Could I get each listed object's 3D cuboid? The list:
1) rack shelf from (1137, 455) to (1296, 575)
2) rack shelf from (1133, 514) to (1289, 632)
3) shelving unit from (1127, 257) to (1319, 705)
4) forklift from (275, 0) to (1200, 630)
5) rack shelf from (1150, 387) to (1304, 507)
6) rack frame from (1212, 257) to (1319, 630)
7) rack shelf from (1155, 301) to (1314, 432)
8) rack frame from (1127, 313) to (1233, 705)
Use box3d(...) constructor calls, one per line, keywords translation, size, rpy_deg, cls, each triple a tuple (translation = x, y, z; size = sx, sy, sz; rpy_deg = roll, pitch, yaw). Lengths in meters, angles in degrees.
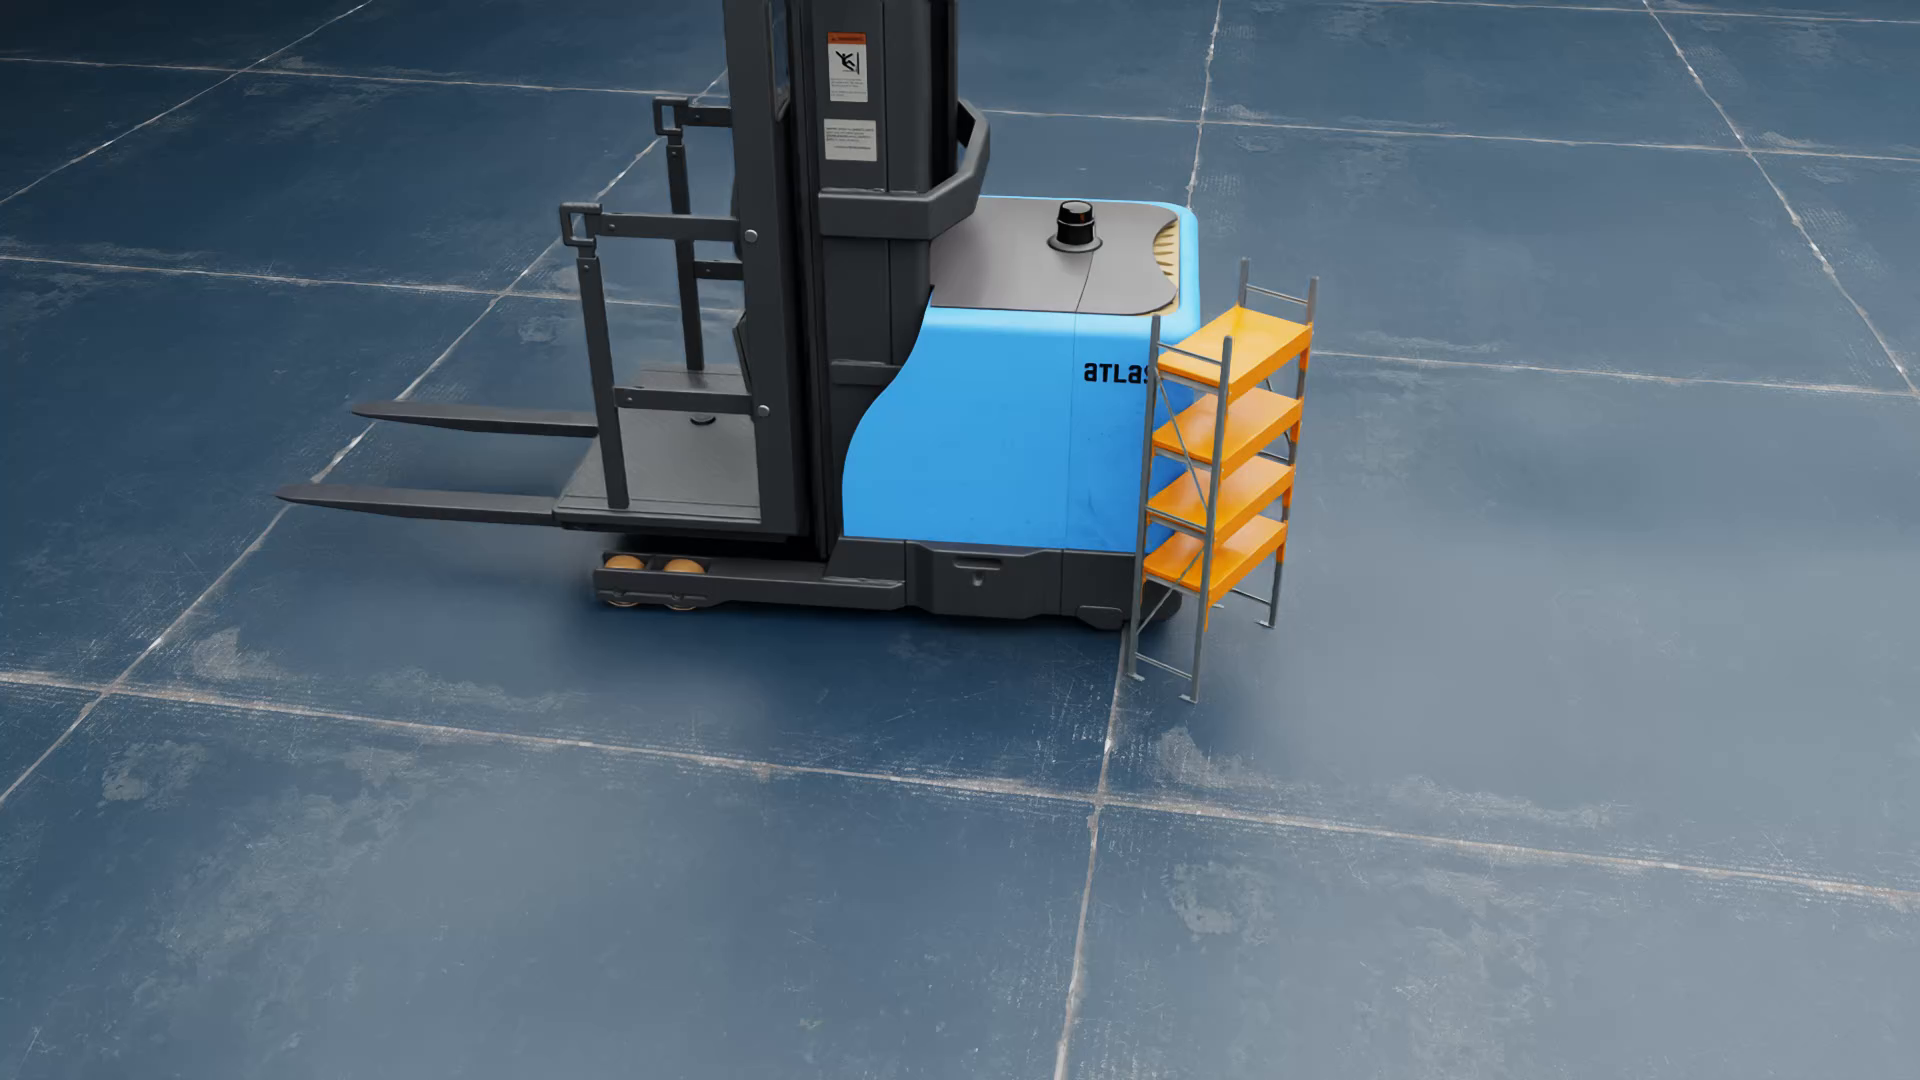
box3d(translation=(0.761, -0.104, 4.912), size=(0.258, 0.148, 0.480), rpy_deg=(22, 38, 31), cls="rack shelf")
box3d(translation=(0.760, 0.064, 5.017), size=(0.258, 0.148, 0.480), rpy_deg=(22, 38, 31), cls="rack shelf")
box3d(translation=(0.761, -0.161, 4.876), size=(0.258, 1.200, 0.503), rpy_deg=(22, 38, 31), cls="shelving unit")
box3d(translation=(-0.756, -1.288, 5.045), size=(3.031, 2.935, 1.130), rpy_deg=(3, 32, 5), cls="forklift")
box3d(translation=(0.761, -0.293, 4.793), size=(0.258, 0.148, 0.480), rpy_deg=(22, 38, 31), cls="rack shelf")
box3d(translation=(0.908, -0.264, 5.040), size=(0.240, 1.200, 0.015), rpy_deg=(22, 38, 31), cls="rack frame")
box3d(translation=(0.761, -0.494, 4.667), size=(0.258, 0.148, 0.480), rpy_deg=(22, 38, 31), cls="rack shelf")
box3d(translation=(0.613, -0.058, 4.711), size=(0.240, 1.200, 0.015), rpy_deg=(22, 38, 31), cls="rack frame")
